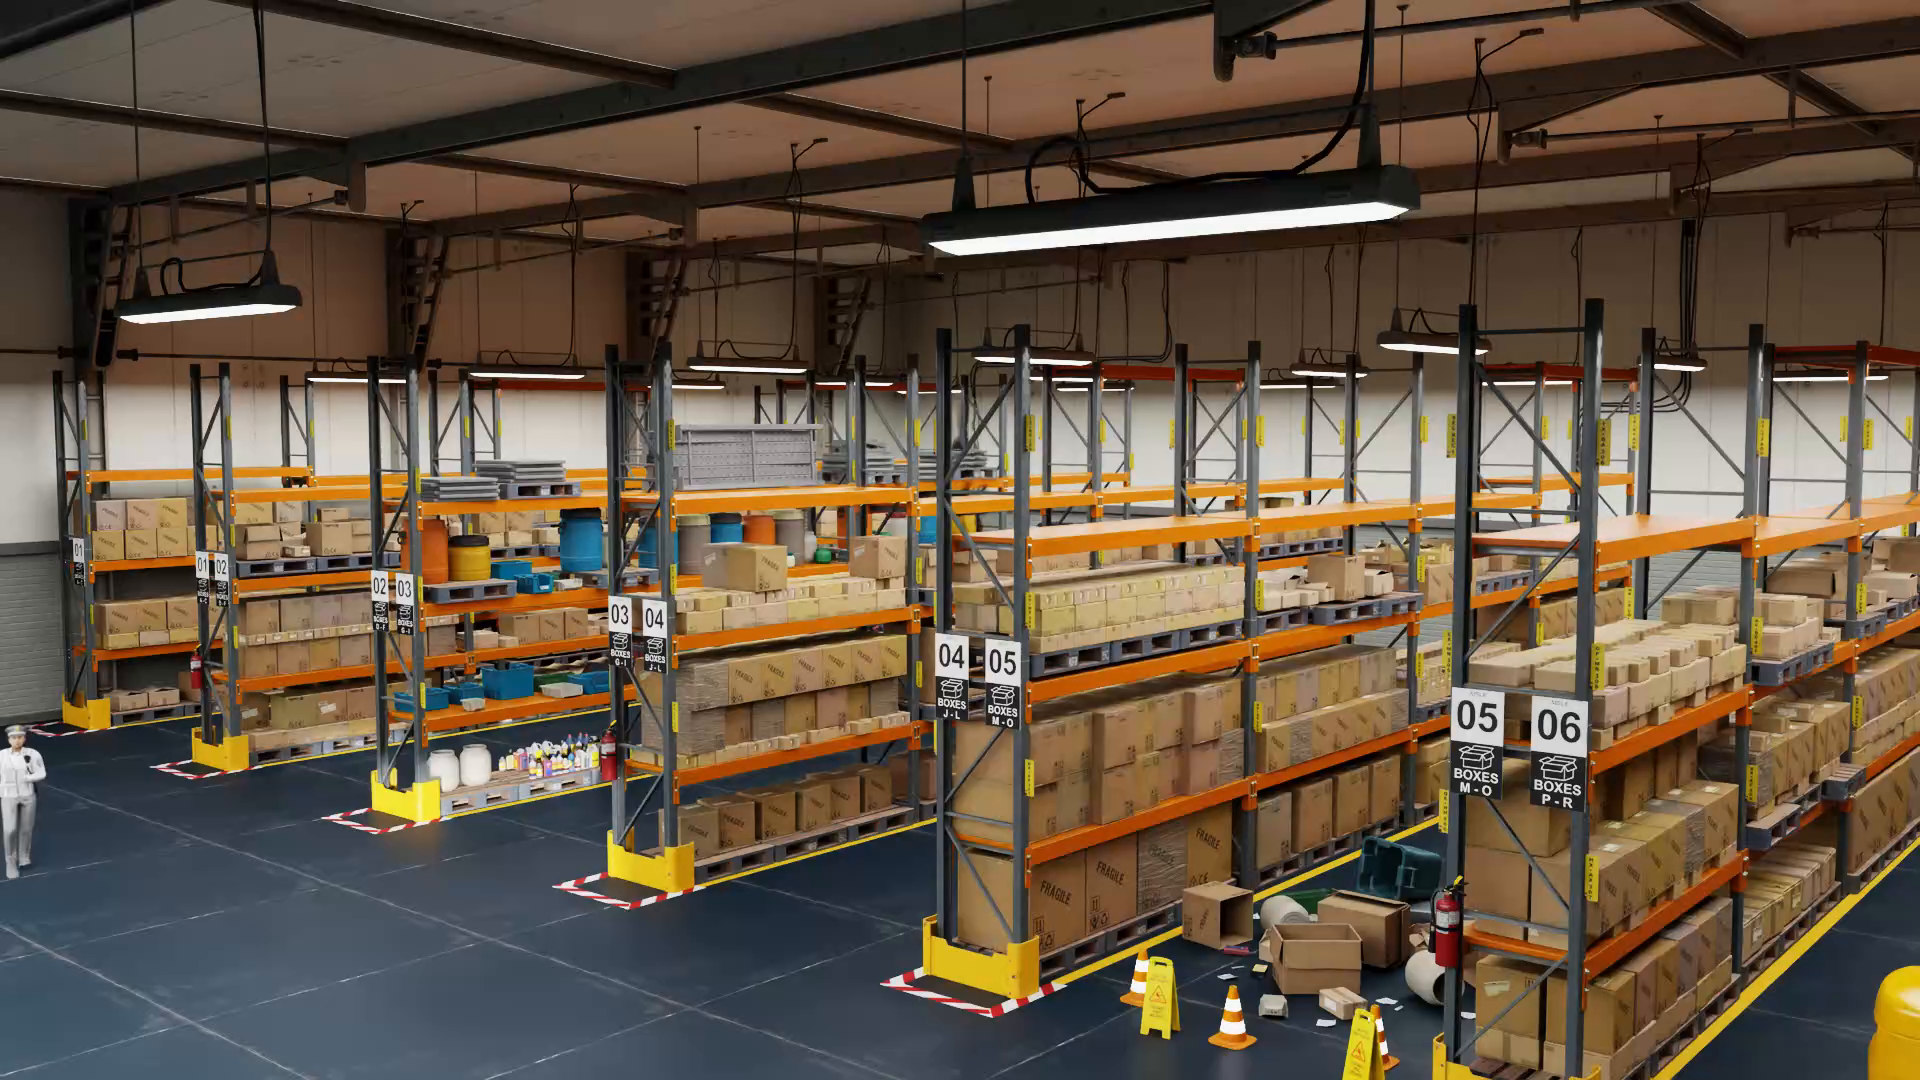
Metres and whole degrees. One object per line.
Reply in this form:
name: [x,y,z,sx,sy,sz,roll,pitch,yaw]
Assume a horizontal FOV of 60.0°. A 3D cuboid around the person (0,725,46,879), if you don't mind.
person: [-10.718,2.962,18.914,0.577,1.735,0.720,-3,5,-33]
